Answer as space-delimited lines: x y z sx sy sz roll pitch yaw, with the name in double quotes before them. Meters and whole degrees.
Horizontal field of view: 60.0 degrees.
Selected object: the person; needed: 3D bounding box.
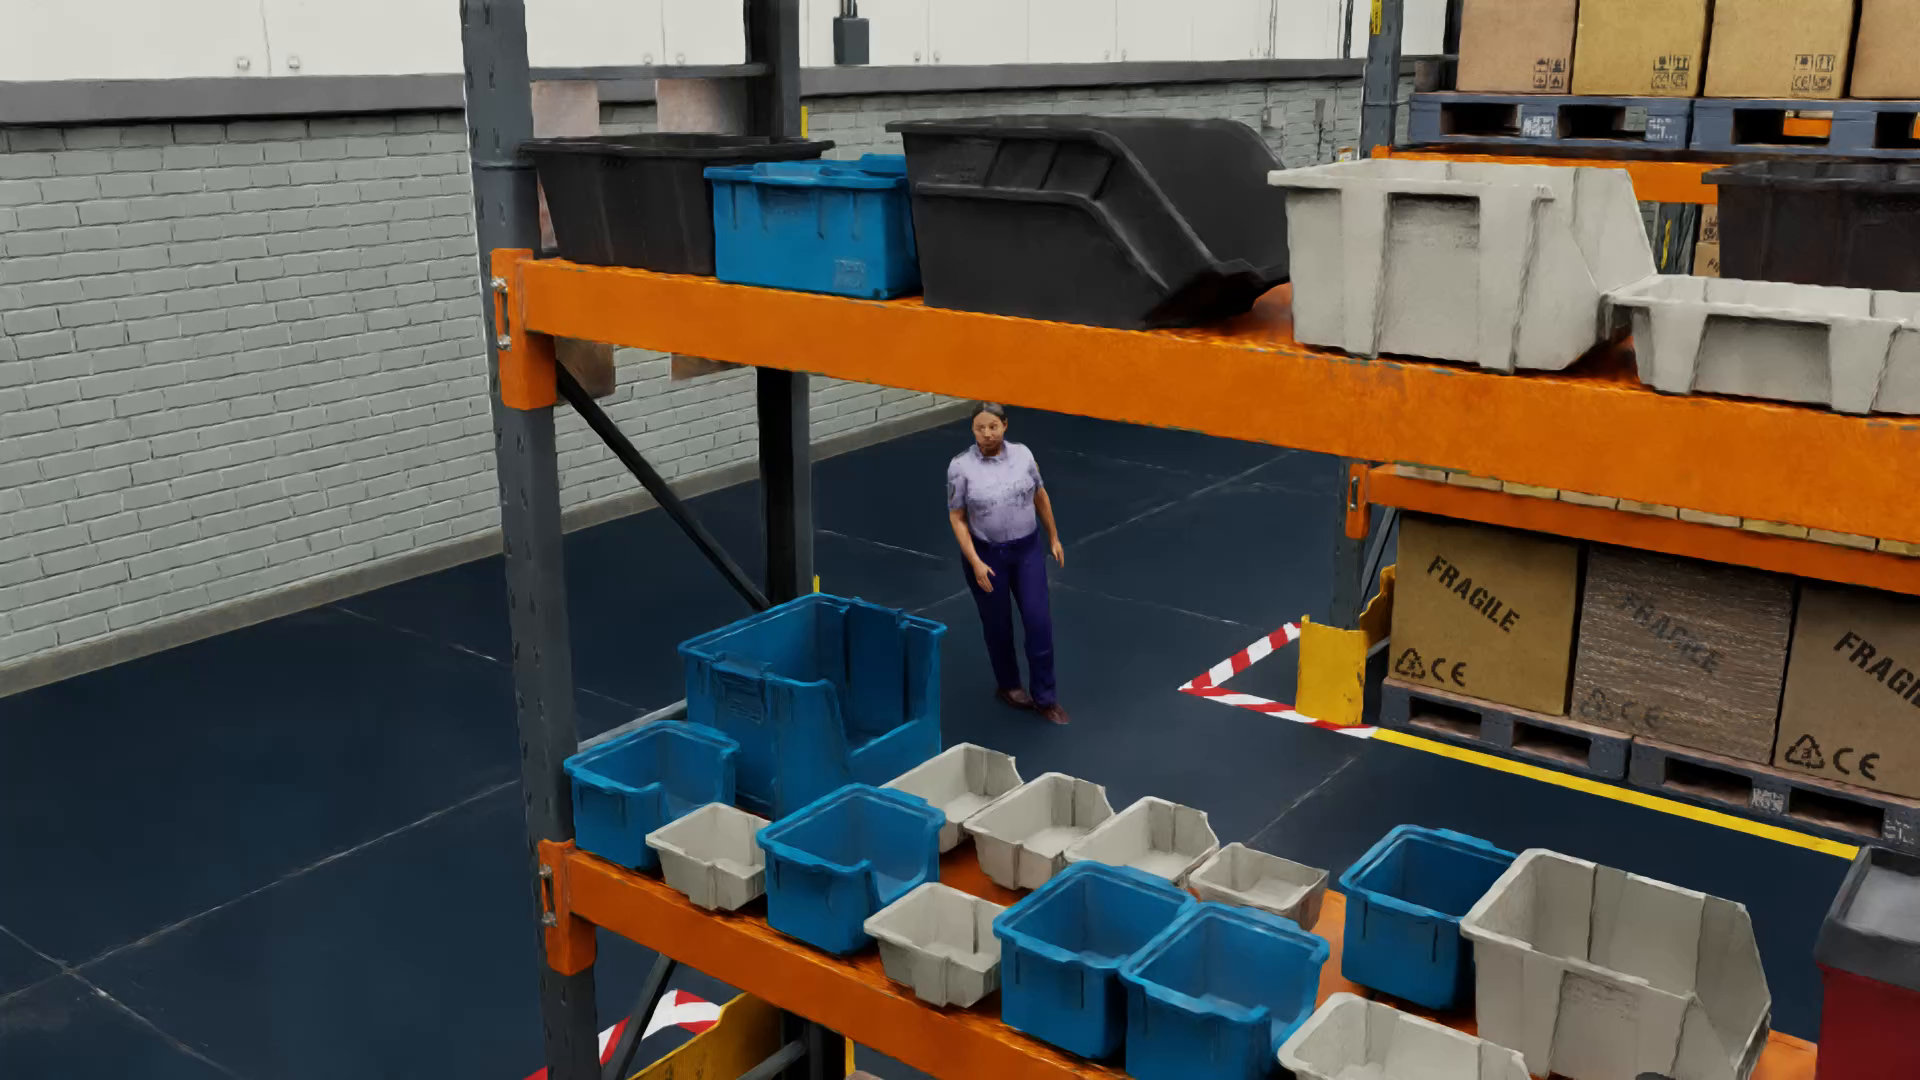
"person" 0.247 0.137 8.288 0.621 1.687 0.530 -4 17 -12
